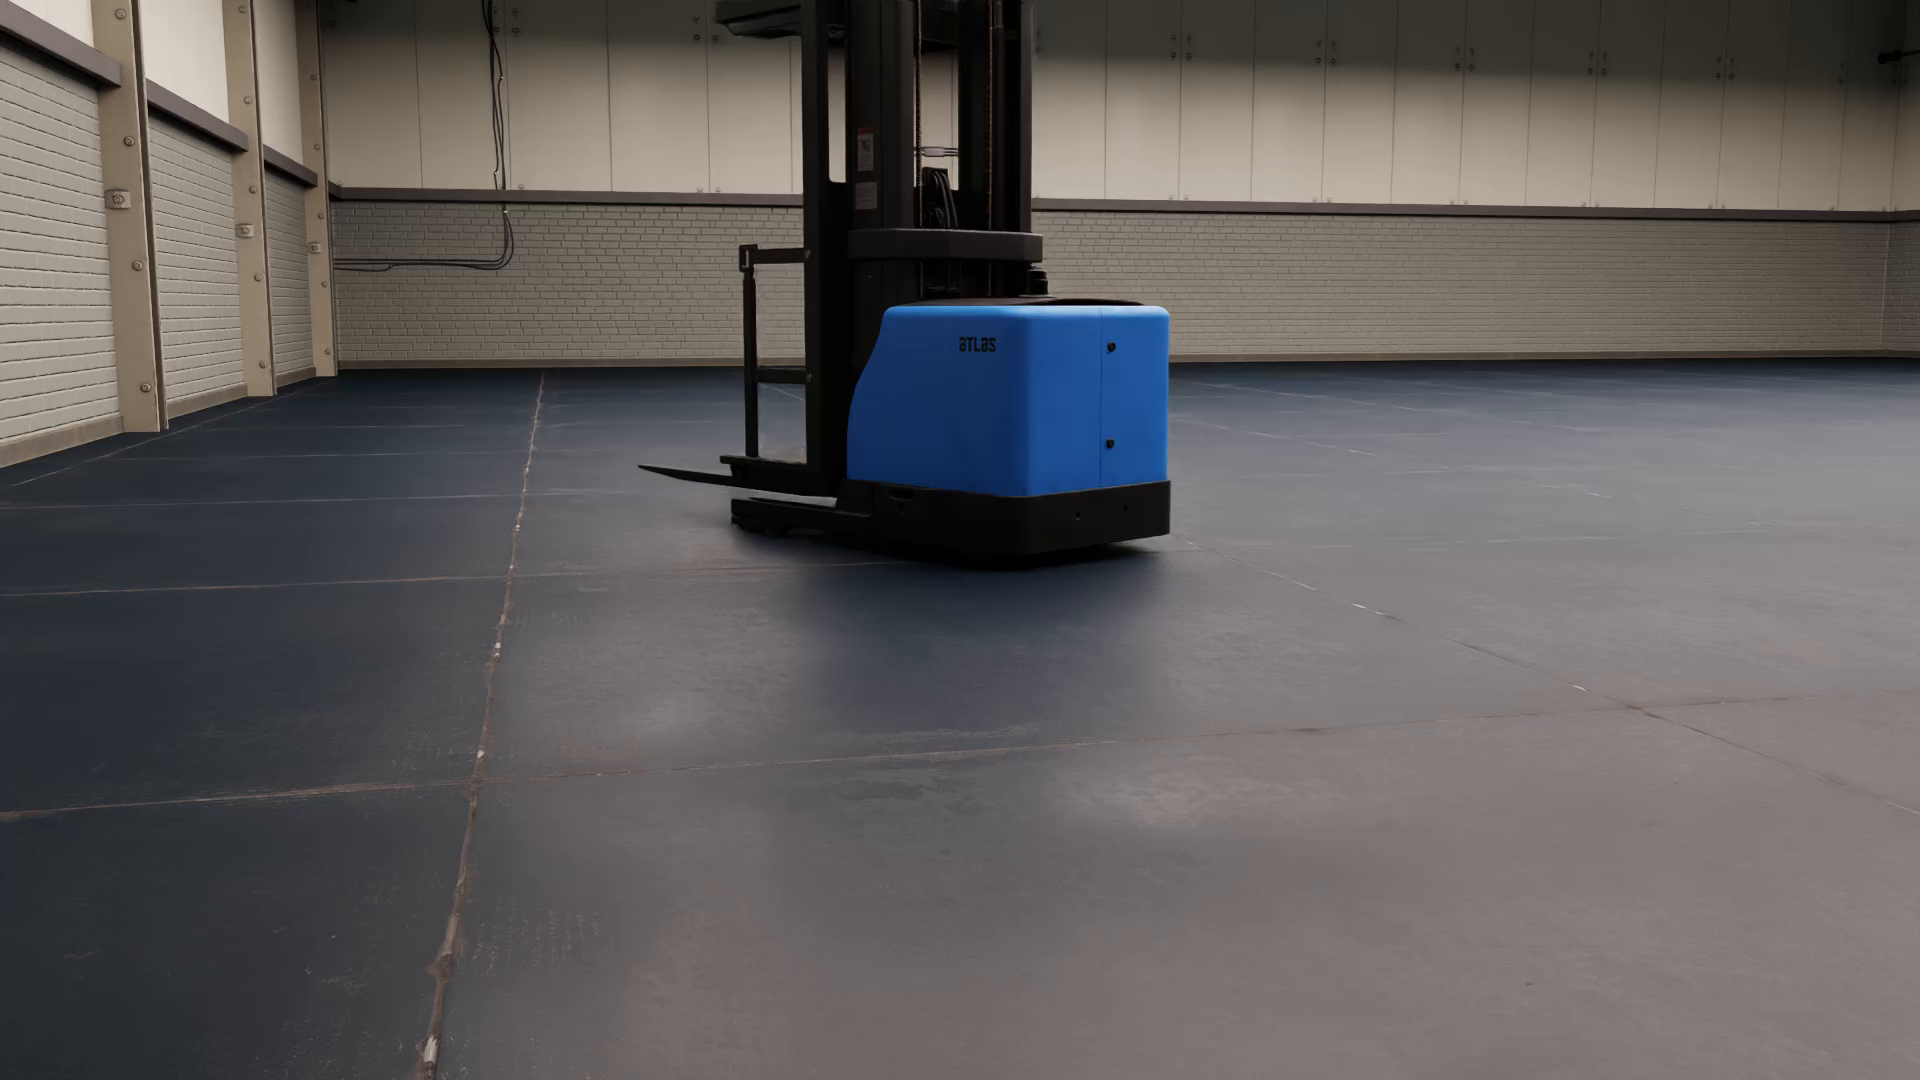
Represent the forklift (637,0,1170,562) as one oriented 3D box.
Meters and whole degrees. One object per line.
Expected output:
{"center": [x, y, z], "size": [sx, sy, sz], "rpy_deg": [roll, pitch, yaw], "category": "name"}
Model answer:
{"center": [-0.453, -1.513, 7.940], "size": [1.130, 2.935, 3.031], "rpy_deg": [-8, 11, -43], "category": "forklift"}
